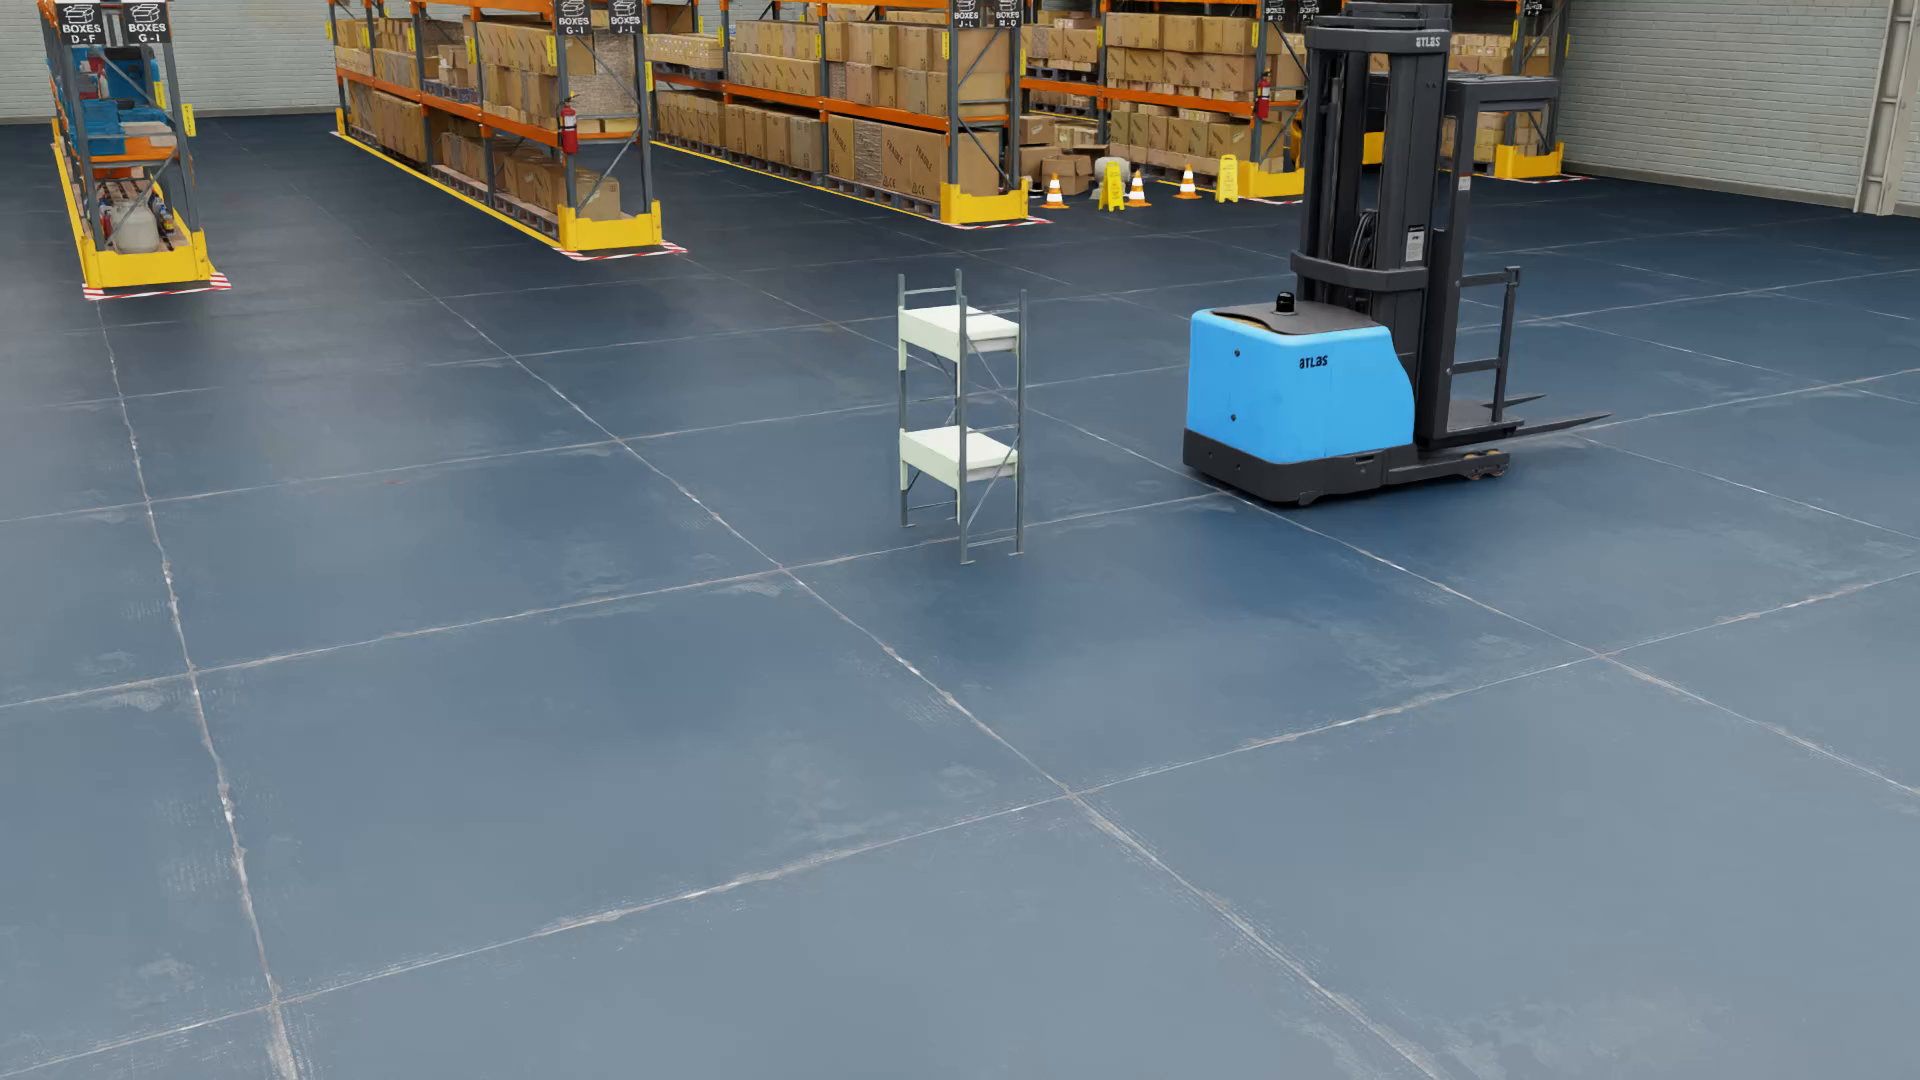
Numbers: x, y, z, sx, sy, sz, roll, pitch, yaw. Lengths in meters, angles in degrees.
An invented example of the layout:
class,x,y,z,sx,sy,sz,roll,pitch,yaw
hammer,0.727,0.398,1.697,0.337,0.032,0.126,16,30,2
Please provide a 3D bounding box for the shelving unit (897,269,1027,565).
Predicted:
class,x,y,z,sx,sy,sz,roll,pitch,yaw
shelving unit,0.003,-0.707,9.381,0.431,1.500,0.755,-10,21,-27

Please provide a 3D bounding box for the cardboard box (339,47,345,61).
class,x,y,z,sx,sy,sz,roll,pitch,yaw
cardboard box,-11.460,-9.230,31.556,0.500,0.250,0.500,-10,22,-27

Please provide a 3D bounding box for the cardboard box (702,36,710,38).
class,x,y,z,sx,sy,sz,roll,pitch,yaw
cardboard box,-4.410,-8.981,29.889,0.380,0.149,0.250,-11,22,-29

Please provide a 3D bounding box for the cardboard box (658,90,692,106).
class,x,y,z,sx,sy,sz,roll,pitch,yaw
cardboard box,-5.272,-8.198,30.828,0.500,0.250,0.500,-11,22,-29

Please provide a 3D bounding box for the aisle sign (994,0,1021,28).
class,x,y,z,sx,sy,sz,roll,pitch,yaw
aisle sign,0.606,-6.889,21.013,0.394,0.787,0.004,-10,21,-27

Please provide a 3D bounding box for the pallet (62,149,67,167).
class,x,y,z,sx,sy,sz,roll,pitch,yaw
pallet,-14.545,-6.460,28.028,1.003,0.211,1.213,-10,21,-27

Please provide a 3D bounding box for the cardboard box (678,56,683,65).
class,x,y,z,sx,sy,sz,roll,pitch,yaw
cardboard box,-4.734,-8.450,29.263,0.380,0.149,0.250,-9,21,-25

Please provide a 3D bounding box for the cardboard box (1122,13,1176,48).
class,x,y,z,sx,sy,sz,roll,pitch,yaw
cardboard box,2.958,-7.929,25.869,0.700,0.500,0.500,-10,21,-26

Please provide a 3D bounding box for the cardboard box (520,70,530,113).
class,x,y,z,sx,sy,sz,roll,pitch,yaw
cardboard box,-4.884,-5.520,20.422,0.875,0.500,0.500,-10,21,-27

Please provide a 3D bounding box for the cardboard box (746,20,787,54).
class,x,y,z,sx,sy,sz,roll,pitch,yaw
cardboard box,-3.045,-8.175,27.039,0.700,0.500,0.500,-10,22,-27

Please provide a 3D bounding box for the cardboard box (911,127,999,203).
class,x,y,z,sx,sy,sz,roll,pitch,yaw
cardboard box,-0.072,-5.013,22.174,0.875,0.875,0.875,-10,21,-26

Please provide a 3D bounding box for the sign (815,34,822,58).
class,x,y,z,sx,sy,sz,roll,pitch,yaw
sign,-2.064,-7.206,24.262,0.100,0.325,0.005,-10,21,-27

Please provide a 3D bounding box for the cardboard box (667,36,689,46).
class,x,y,z,sx,sy,sz,roll,pitch,yaw
cardboard box,-4.993,-8.885,29.611,0.380,0.149,0.250,-9,21,-25

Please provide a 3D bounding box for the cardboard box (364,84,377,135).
class,x,y,z,sx,sy,sz,roll,pitch,yaw
cardboard box,-10.474,-7.994,30.814,0.875,0.875,0.875,-10,21,-27

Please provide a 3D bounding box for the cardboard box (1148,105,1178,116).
class,x,y,z,sx,sy,sz,roll,pitch,yaw
cardboard box,3.142,-6.658,25.755,0.380,0.149,0.250,-9,21,-24

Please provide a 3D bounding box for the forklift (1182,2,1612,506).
class,x,y,z,sx,sy,sz,roll,pitch,yaw
forklift,3.005,-1.914,10.685,3.031,2.935,1.130,-10,21,-26

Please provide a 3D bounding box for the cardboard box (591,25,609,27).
class,x,y,z,sx,sy,sz,roll,pitch,yaw
cardboard box,-4.596,-6.044,20.406,0.500,0.500,0.500,-10,21,-27

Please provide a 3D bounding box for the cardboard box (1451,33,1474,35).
class,x,y,z,sx,sy,sz,roll,pitch,yaw
cardboard box,8.302,-8.273,27.403,0.380,0.149,0.250,-10,21,-26

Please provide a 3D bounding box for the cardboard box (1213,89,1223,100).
class,x,y,z,sx,sy,sz,roll,pitch,yaw
cardboard box,3.930,-6.518,24.307,0.380,0.149,0.250,-10,22,-28

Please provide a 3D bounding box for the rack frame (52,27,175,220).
class,x,y,z,sx,sy,sz,roll,pitch,yaw
rack frame,-10.363,-5.276,20.323,1.000,3.000,0.127,-10,21,-27

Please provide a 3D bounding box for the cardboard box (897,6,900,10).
class,x,y,z,sx,sy,sz,roll,pitch,yaw
cardboard box,-1.139,-10.903,33.951,0.380,0.149,0.250,-10,21,-26

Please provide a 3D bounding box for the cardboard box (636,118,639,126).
class,x,y,z,sx,sy,sz,roll,pitch,yaw
cardboard box,-6.108,-8.143,32.359,0.380,0.149,0.250,-11,22,-28

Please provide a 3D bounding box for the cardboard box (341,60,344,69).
class,x,y,z,sx,sy,sz,roll,pitch,yaw
cardboard box,-11.579,-9.070,31.702,0.380,0.149,0.250,-11,22,-28

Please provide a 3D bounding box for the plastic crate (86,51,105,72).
class,x,y,z,sx,sy,sz,roll,pitch,yaw
plastic crate,-14.365,-7.927,27.814,0.402,0.464,0.583,-10,21,-27

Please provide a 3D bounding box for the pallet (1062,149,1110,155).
class,x,y,z,sx,sy,sz,roll,pitch,yaw
pallet,2.346,-6.484,28.097,1.003,0.211,1.213,-10,21,-27

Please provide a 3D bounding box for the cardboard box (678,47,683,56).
class,x,y,z,sx,sy,sz,roll,pitch,yaw
cardboard box,-4.740,-8.593,29.220,0.380,0.149,0.250,-9,21,-25

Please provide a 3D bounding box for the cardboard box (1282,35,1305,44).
class,x,y,z,sx,sy,sz,roll,pitch,yaw
cardboard box,6.093,-9.128,30.339,0.380,0.149,0.250,-10,21,-26

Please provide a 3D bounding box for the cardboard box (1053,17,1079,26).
class,x,y,z,sx,sy,sz,roll,pitch,yaw
cardboard box,1.843,-8.994,28.849,0.380,0.149,0.250,-11,22,-29

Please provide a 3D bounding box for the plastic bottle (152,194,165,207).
class,x,y,z,sx,sy,sz,roll,pitch,yaw
plastic bottle,-9.559,-3.944,19.849,0.144,0.351,0.185,-10,21,-27

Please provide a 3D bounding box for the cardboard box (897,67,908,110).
class,x,y,z,sx,sy,sz,roll,pitch,yaw
cardboard box,-0.344,-6.140,22.595,0.875,0.550,0.550,-10,21,-27

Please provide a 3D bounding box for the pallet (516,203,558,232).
class,x,y,z,sx,sy,sz,roll,pitch,yaw
pallet,-5.071,-4.187,21.443,1.003,0.211,1.213,-10,21,-27

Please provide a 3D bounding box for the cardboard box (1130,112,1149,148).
class,x,y,z,sx,sy,sz,roll,pitch,yaw
cardboard box,3.024,-6.469,26.201,0.500,0.500,0.500,-9,21,-24

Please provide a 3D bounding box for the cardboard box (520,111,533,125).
class,x,y,z,sx,sy,sz,roll,pitch,yaw
cardboard box,-5.227,-5.241,20.605,0.380,0.149,0.250,-10,21,-27

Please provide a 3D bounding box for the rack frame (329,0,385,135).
class,x,y,z,sx,sy,sz,roll,pitch,yaw
rack frame,-11.703,-9.488,32.530,1.000,3.000,0.127,-10,21,-27

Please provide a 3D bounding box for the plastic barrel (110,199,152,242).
class,x,y,z,sx,sy,sz,roll,pitch,yaw
plastic barrel,-9.082,-3.471,18.263,0.421,0.512,0.421,0,19,0

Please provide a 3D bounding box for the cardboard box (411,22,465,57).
class,x,y,z,sx,sy,sz,roll,pitch,yaw
cardboard box,-8.237,-7.926,26.310,0.797,0.503,0.637,-9,21,-25

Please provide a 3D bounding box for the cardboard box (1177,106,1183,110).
class,x,y,z,sx,sy,sz,roll,pitch,yaw
cardboard box,4.566,-8.747,33.570,0.500,0.500,0.500,-10,22,-27

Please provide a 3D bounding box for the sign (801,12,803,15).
class,x,y,z,sx,sy,sz,roll,pitch,yaw
sign,-3.908,-13.363,42.493,0.339,0.242,0.001,-10,21,-27

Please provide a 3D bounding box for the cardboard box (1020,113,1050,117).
class,x,y,z,sx,sy,sz,roll,pitch,yaw
cardboard box,1.077,-7.519,30.209,0.950,0.372,0.625,-12,22,-30

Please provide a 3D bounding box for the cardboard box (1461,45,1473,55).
class,x,y,z,sx,sy,sz,roll,pitch,yaw
cardboard box,8.247,-7.836,26.593,0.380,0.149,0.250,-10,21,-27

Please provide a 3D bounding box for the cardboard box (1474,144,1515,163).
class,x,y,z,sx,sy,sz,roll,pitch,yaw
cardboard box,8.482,-6.185,26.528,0.500,0.250,0.500,-10,21,-26

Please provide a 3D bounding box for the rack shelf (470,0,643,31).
class,x,y,z,sx,sy,sz,roll,pitch,yaw
rack shelf,-5.055,-6.547,20.511,1.077,0.370,4.000,-10,21,-27

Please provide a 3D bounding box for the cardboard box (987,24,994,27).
class,x,y,z,sx,sy,sz,roll,pitch,yaw
cardboard box,0.828,-8.948,29.711,0.500,0.500,0.500,-11,22,-28

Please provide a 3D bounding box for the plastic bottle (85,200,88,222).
class,x,y,z,sx,sy,sz,roll,pitch,yaw
plastic bottle,-10.345,-3.936,19.826,0.144,0.351,0.185,-9,21,-25

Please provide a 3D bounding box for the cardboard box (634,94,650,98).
class,x,y,z,sx,sy,sz,roll,pitch,yaw
cardboard box,-6.444,-9.027,34.008,0.380,0.149,0.250,-11,22,-29

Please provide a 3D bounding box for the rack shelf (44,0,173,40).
class,x,y,z,sx,sy,sz,roll,pitch,yaw
rack shelf,-9.414,-5.780,18.288,1.077,0.370,4.000,-10,21,-27

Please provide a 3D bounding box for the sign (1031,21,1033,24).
class,x,y,z,sx,sy,sz,roll,pitch,yaw
sign,1.291,-9.323,30.398,0.100,0.325,0.005,-10,21,-27

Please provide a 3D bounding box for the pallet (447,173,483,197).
class,x,y,z,sx,sy,sz,roll,pitch,yaw
pallet,-6.959,-5.299,24.665,1.003,0.211,1.213,-10,21,-27

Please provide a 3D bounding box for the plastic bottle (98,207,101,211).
class,x,y,z,sx,sy,sz,roll,pitch,yaw
plastic bottle,-10.153,-3.808,19.576,0.097,0.271,0.097,0,19,0

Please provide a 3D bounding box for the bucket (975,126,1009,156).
class,x,y,z,sx,sy,sz,roll,pitch,yaw
bucket,0.502,-6.272,25.897,0.726,0.611,0.620,-3,9,-8

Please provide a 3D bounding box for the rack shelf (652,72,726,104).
class,x,y,z,sx,sy,sz,roll,pitch,yaw
rack shelf,-4.440,-8.165,29.798,1.077,0.370,4.000,-10,21,-27

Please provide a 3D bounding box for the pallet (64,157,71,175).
class,x,y,z,sx,sy,sz,roll,pitch,yaw
pallet,-13.832,-6.027,26.773,1.003,0.211,1.213,-10,21,-27

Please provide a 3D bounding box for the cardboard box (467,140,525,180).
class,x,y,z,sx,sy,sz,roll,pitch,yaw
cardboard box,-6.753,-5.550,24.274,0.700,0.500,0.500,-12,22,-31
